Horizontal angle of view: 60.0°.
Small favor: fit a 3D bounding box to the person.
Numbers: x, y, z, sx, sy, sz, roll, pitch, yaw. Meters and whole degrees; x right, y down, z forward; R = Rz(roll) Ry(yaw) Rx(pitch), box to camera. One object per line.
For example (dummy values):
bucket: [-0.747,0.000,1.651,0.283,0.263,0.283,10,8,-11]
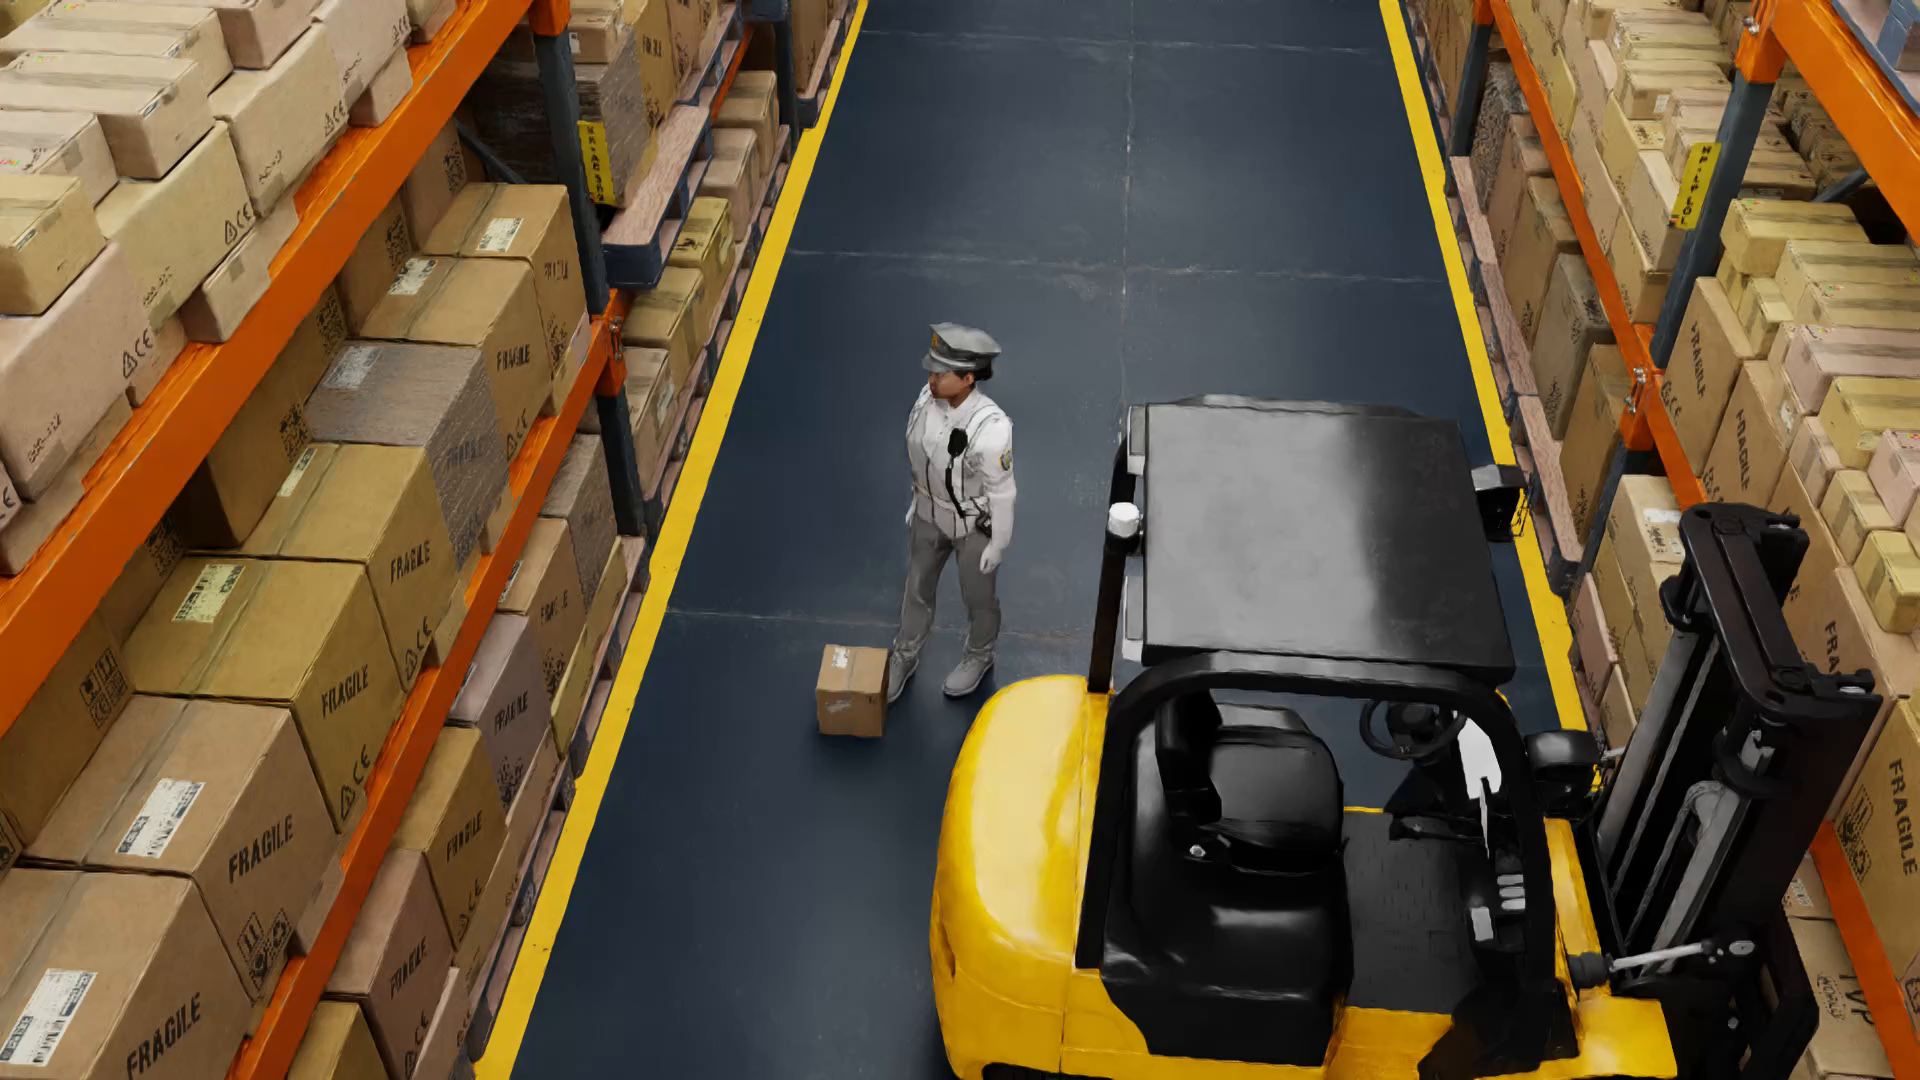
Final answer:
person: [-0.064,-0.043,6.177,0.526,1.693,0.484,-31,49,-31]
